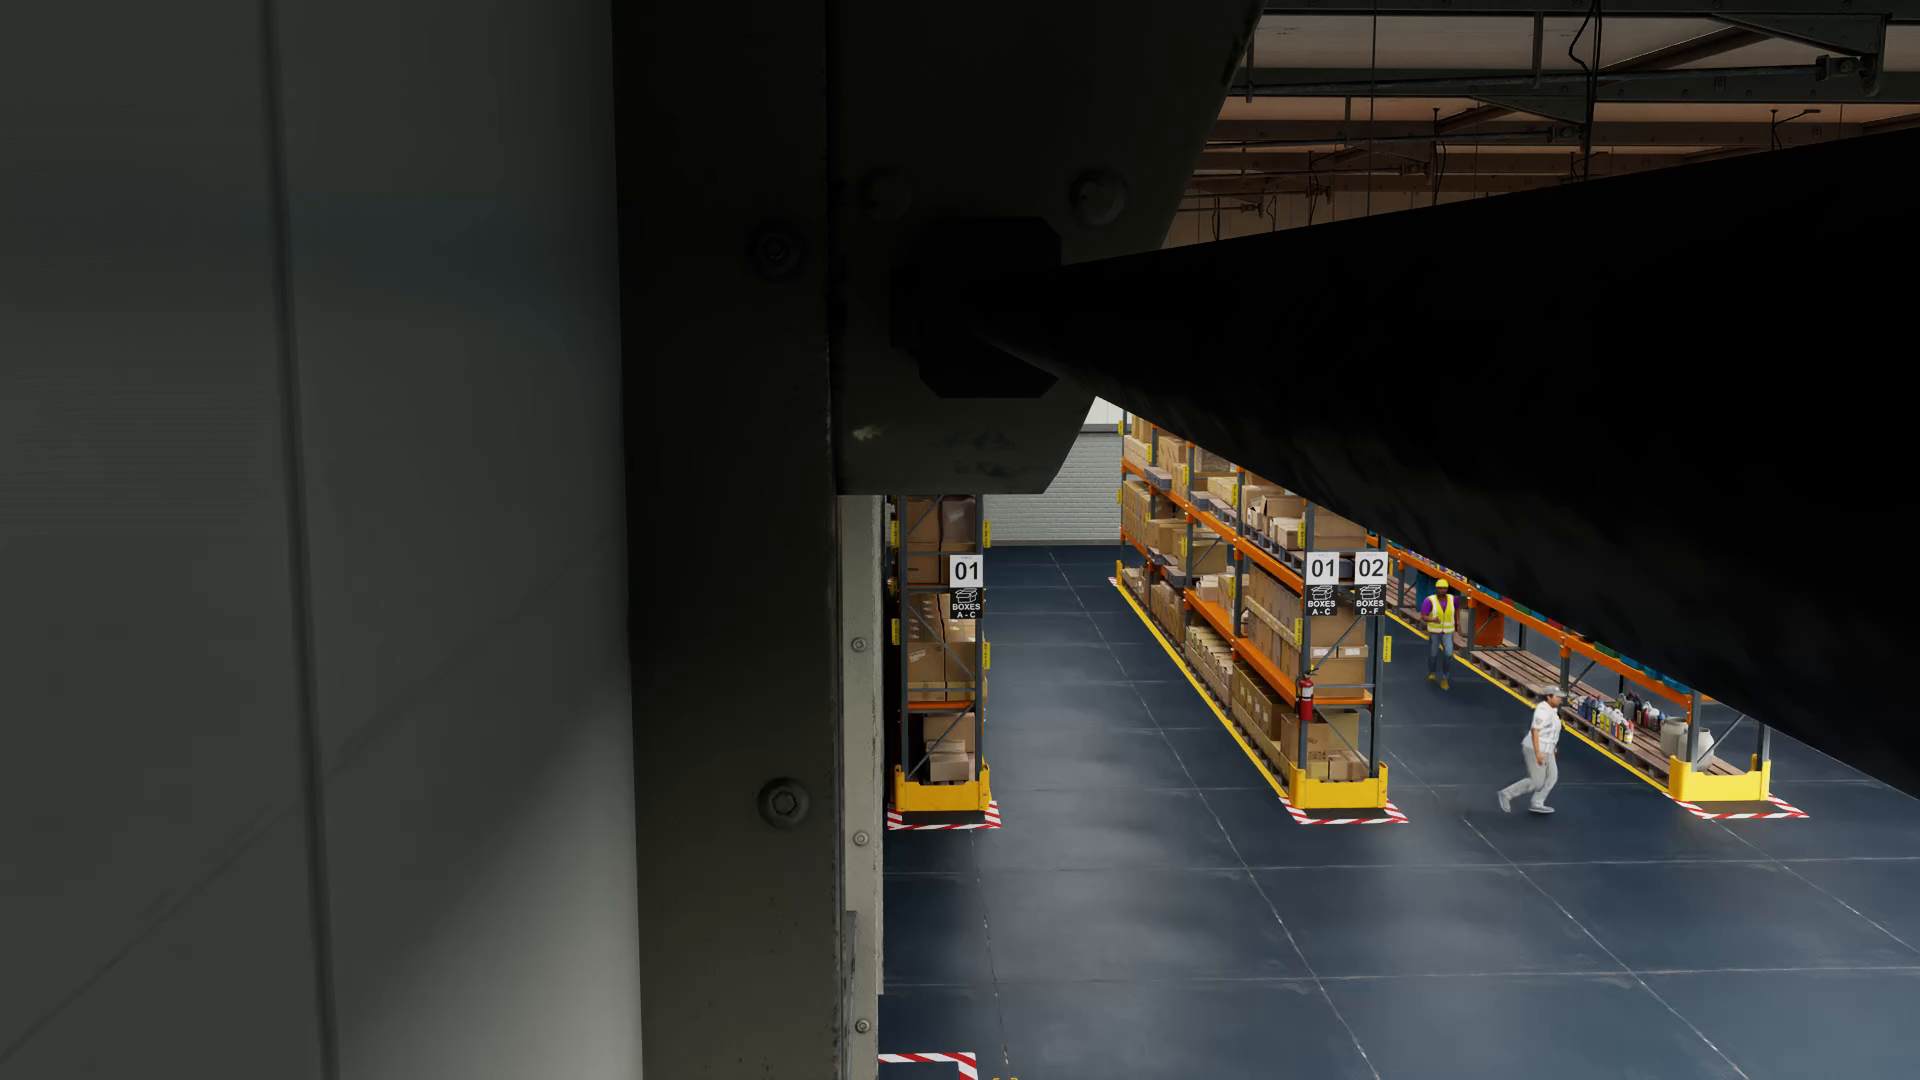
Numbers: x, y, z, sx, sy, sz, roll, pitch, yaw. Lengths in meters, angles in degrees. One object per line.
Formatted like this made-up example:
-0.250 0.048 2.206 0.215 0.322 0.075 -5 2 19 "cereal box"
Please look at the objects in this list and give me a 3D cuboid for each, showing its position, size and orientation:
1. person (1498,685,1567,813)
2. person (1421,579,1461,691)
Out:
7.000 2.556 20.322 0.697 1.596 0.720 5 10 30 "person"
7.761 1.517 26.841 0.678 1.810 0.826 1 8 5 "person"
